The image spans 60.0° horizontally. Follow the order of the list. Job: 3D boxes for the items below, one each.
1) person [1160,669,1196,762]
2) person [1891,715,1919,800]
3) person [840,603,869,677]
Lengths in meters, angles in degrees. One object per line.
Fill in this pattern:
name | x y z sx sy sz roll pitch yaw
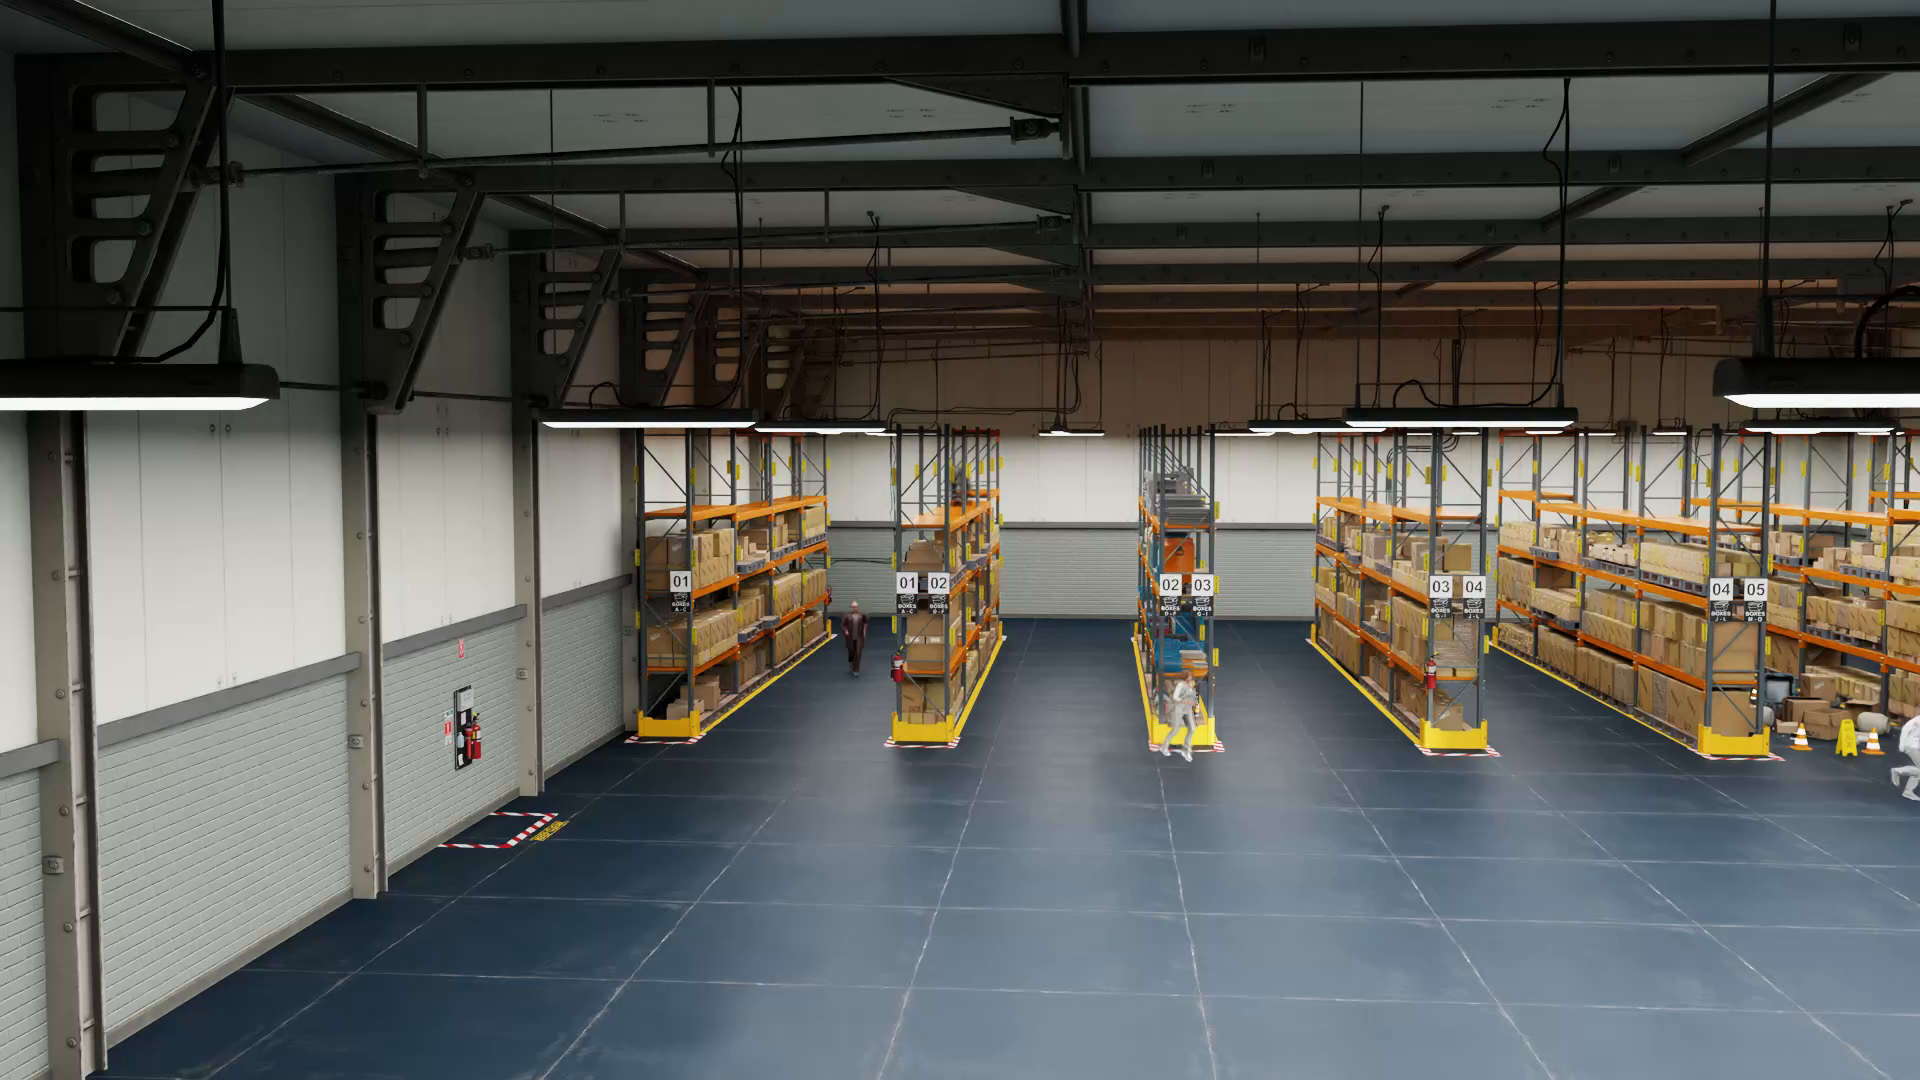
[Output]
person | 3.965 3.114 29.746 0.569 1.627 0.679 -3 5 -44
person | 15.210 3.325 26.437 0.686 1.619 0.607 3 5 43
person | -2.548 2.397 40.334 0.712 1.764 0.918 0 4 -8
